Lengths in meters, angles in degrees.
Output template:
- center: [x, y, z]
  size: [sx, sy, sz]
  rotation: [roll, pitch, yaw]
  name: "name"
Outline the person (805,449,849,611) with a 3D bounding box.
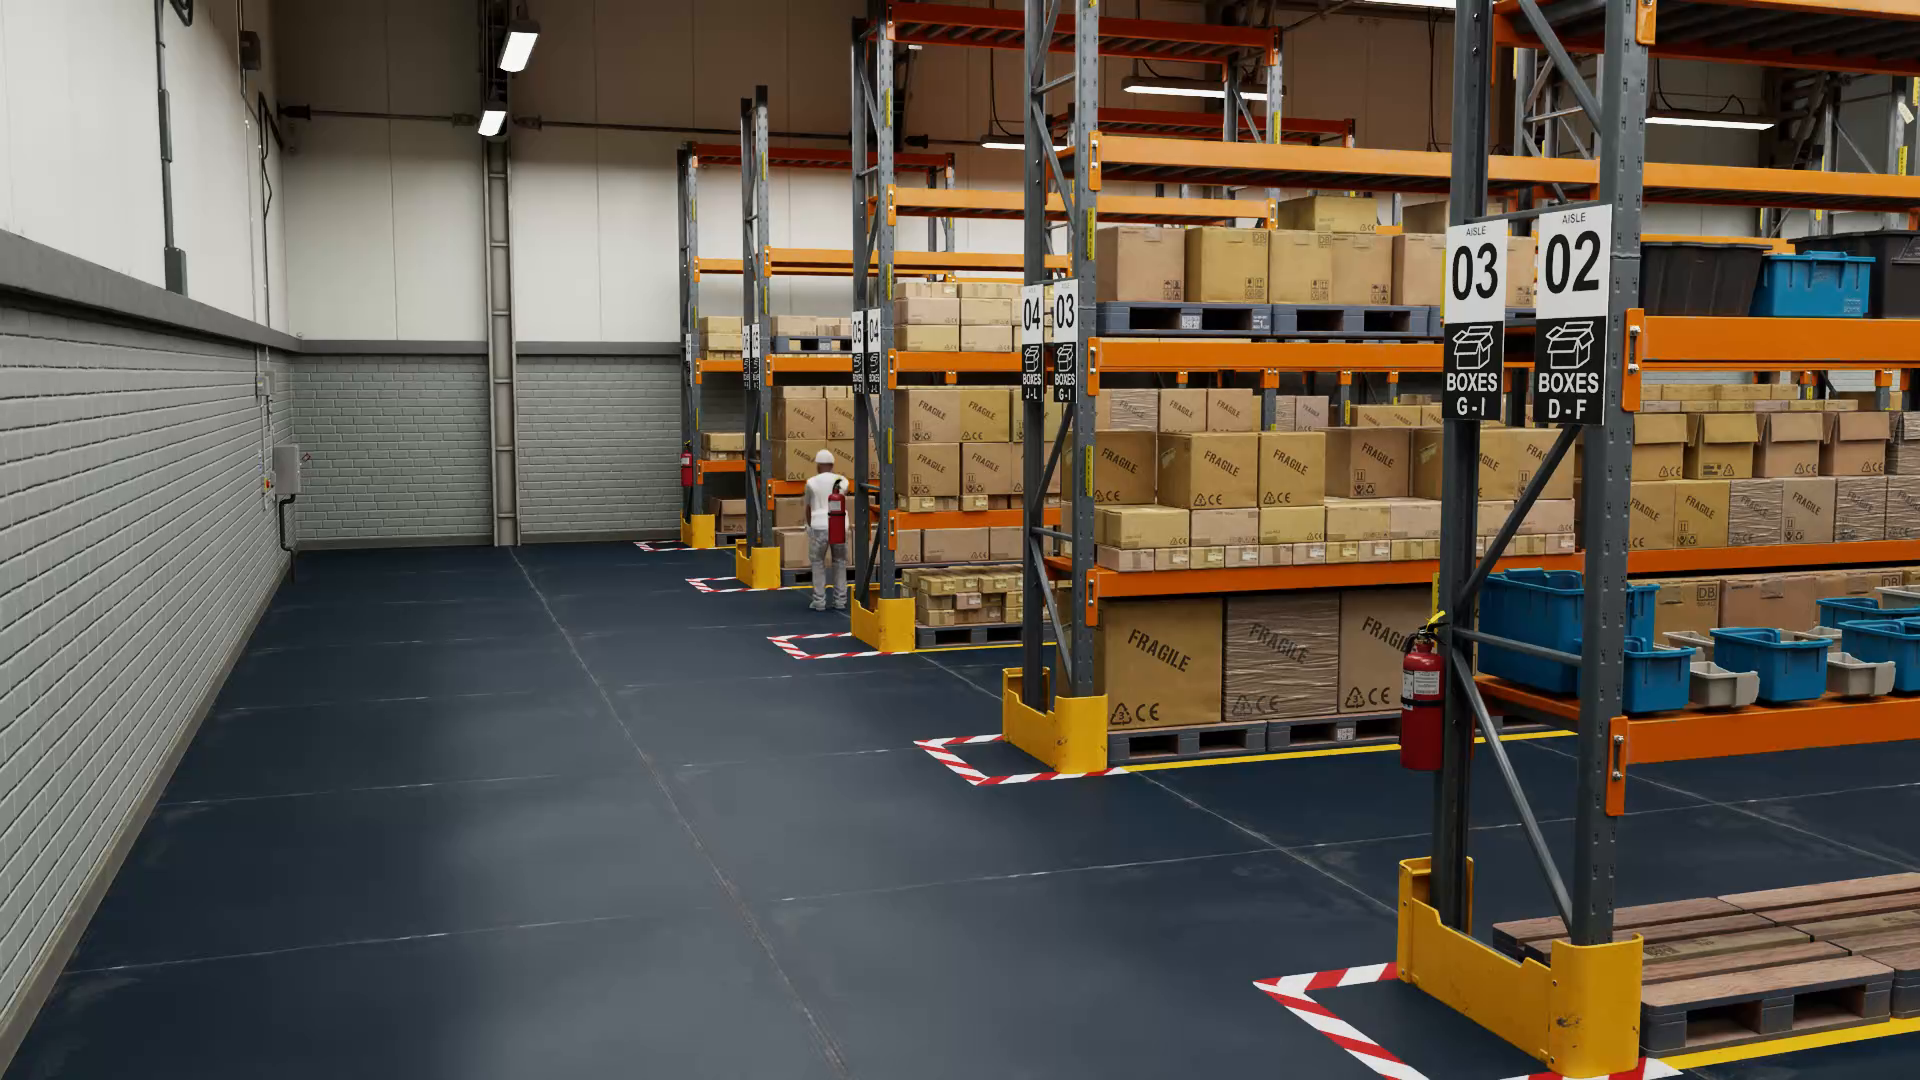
- center: [-1.492, -0.120, 18.439]
  size: [0.490, 1.770, 0.597]
  rotation: [-2, 6, -20]
  name: "person"
